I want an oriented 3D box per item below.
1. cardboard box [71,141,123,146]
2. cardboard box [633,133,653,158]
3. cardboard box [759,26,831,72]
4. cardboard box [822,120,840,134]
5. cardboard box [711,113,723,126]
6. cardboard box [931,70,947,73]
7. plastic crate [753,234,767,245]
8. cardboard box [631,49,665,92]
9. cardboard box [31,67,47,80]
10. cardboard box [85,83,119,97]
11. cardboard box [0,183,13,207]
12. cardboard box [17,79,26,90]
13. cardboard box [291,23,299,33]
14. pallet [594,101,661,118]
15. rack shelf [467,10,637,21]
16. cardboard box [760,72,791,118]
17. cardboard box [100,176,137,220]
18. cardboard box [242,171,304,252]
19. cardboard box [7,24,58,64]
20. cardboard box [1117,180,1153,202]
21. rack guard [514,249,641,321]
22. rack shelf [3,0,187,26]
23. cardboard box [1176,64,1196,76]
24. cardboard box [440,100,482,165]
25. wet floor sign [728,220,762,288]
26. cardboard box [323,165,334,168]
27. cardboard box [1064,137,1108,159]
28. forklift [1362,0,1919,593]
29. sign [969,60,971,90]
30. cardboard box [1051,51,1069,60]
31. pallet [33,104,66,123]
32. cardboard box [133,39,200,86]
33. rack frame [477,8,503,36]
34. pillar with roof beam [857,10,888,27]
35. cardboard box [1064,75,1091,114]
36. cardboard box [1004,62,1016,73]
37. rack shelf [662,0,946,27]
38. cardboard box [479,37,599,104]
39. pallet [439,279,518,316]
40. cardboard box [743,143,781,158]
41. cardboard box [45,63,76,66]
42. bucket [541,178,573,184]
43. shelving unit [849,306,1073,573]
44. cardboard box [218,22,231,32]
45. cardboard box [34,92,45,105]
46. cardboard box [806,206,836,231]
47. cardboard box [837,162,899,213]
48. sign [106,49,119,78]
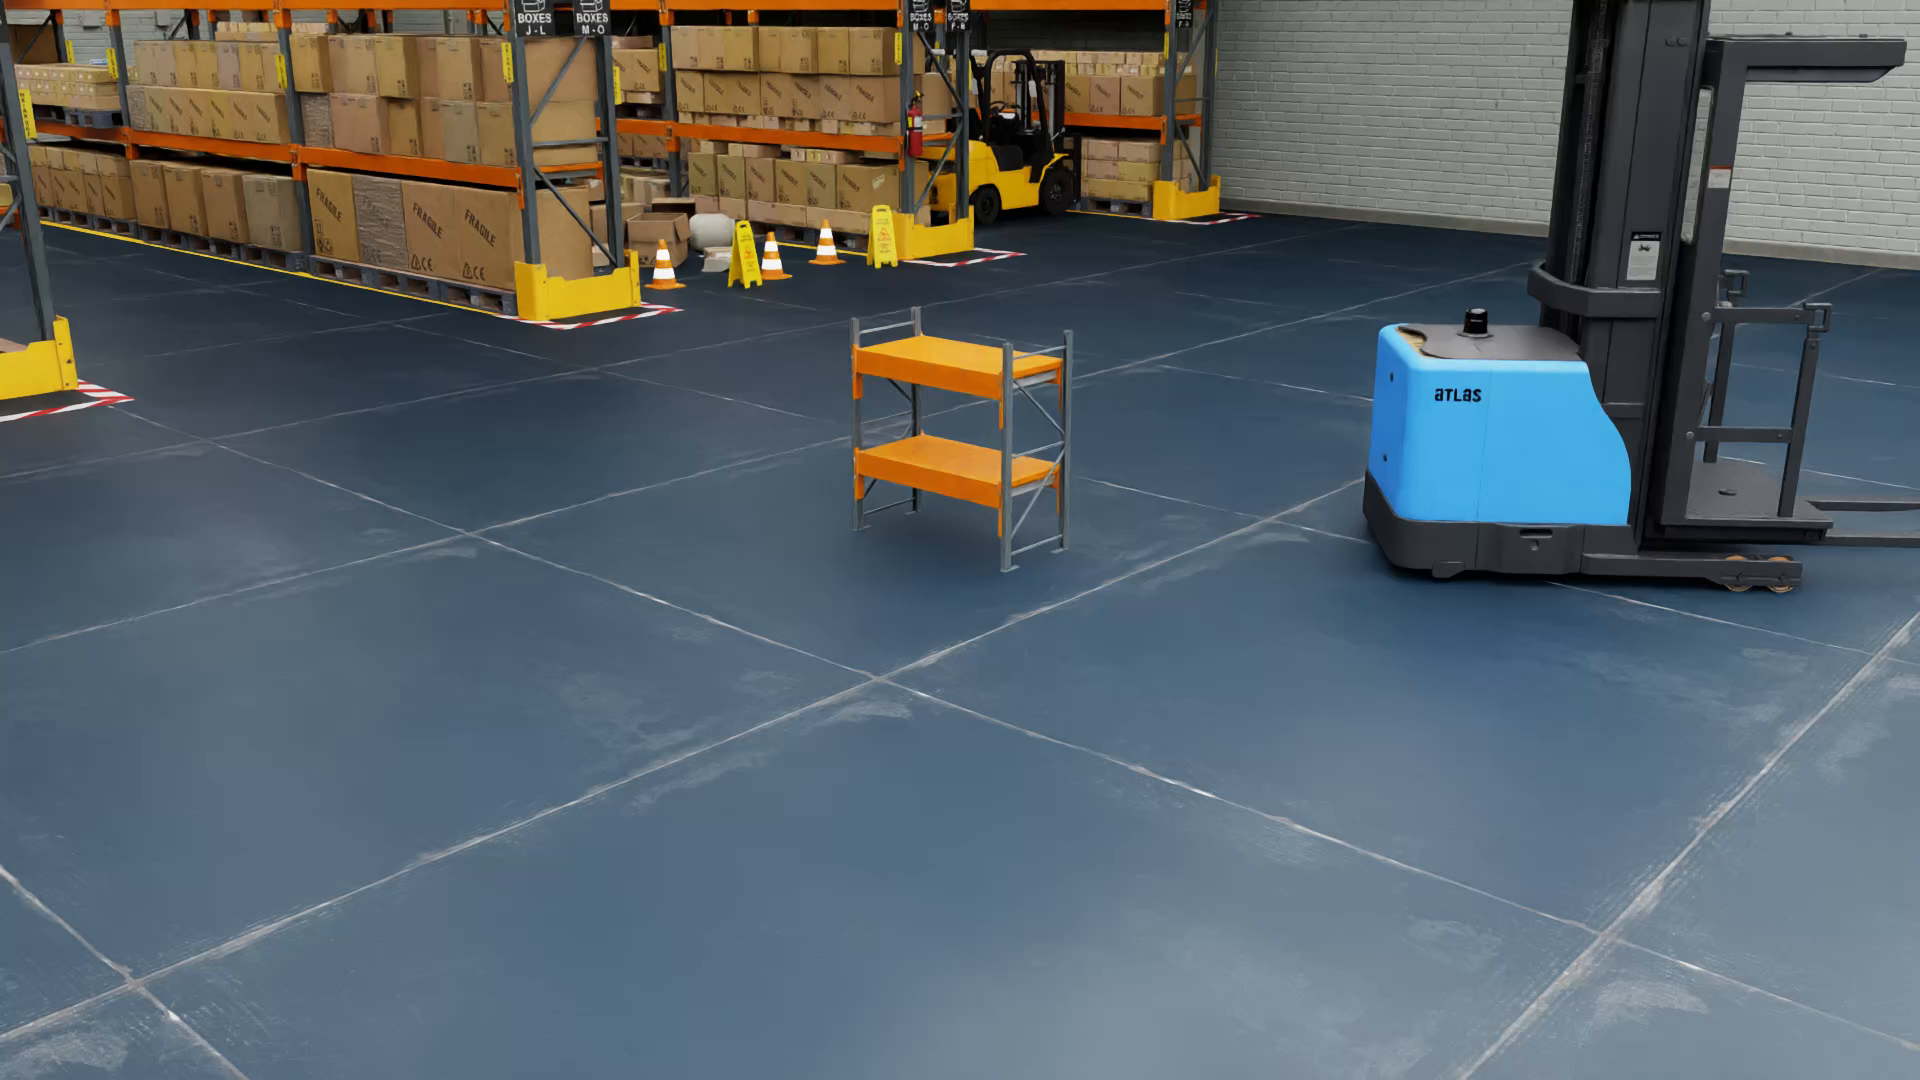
[{"bbox_3d":[-11.358,-5.104,21.933,0.500,0.250,0.500,16,24,42],"label":"cardboard box"},{"bbox_3d":[-5.339,-6.956,29.009,0.500,0.500,0.500,15,23,39],"label":"cardboard box"},{"bbox_3d":[-1.904,-5.700,19.303,0.500,0.500,0.700,15,23,39],"label":"cardboard box"},{"bbox_3d":[-1.348,-4.701,18.880,0.250,0.149,0.380,16,23,40],"label":"cardboard box"},{"bbox_3d":[-2.800,-5.129,20.229,0.250,0.149,0.380,15,23,39],"label":"cardboard box"},{"bbox_3d":[-0.510,-6.801,24.505,0.500,0.250,0.500,14,23,38],"label":"cardboard box"},{"bbox_3d":[-2.635,-3.578,19.752,0.583,0.080,0.402,7,19,21],"label":"plastic crate"},{"bbox_3d":[-3.763,-5.900,20.893,0.500,0.500,0.500,15,23,38],"label":"cardboard box"},{"bbox_3d":[-11.297,-5.804,20.679,0.250,0.149,0.380,16,24,41],"label":"cardboard box"},{"bbox_3d":[-10.139,-5.351,19.744,0.250,0.149,0.380,16,23,40],"label":"cardboard box"},{"bbox_3d":[-6.906,-2.416,11.681,0.250,0.149,0.380,15,23,39],"label":"cardboard box"},{"bbox_3d":[-11.683,-5.766,21.051,0.250,0.149,0.380,16,24,41],"label":"cardboard box"},{"bbox_3d":[-10.408,-8.118,26.342,0.250,0.149,0.380,15,23,39],"label":"cardboard box"},{"bbox_3d":[-4.749,-5.793,22.225,1.213,0.211,1.003,15,23,39],"label":"pallet"},{"bbox_3d":[-7.452,-9.688,30.411,4.000,0.370,1.077,15,23,39],"label":"rack shelf"},{"bbox_3d":[-1.972,-5.212,19.418,0.500,0.500,0.500,15,23,40],"label":"cardboard box"},{"bbox_3d":[-10.133,-4.215,20.371,0.500,0.500,0.500,15,23,39],"label":"cardboard box"},{"bbox_3d":[-6.999,-3.562,17.901,0.750,0.750,1.050,15,23,39],"label":"cardboard box"},{"bbox_3d":[-12.634,-6.748,22.605,0.500,0.500,0.500,16,23,41],"label":"cardboard box"},{"bbox_3d":[2.458,-4.703,22.323,0.500,0.250,0.500,15,23,40],"label":"cardboard box"},{"bbox_3d":[-3.465,-2.330,15.128,0.348,0.500,1.175,15,23,39],"label":"rack guard"},{"bbox_3d":[-10.963,-6.621,20.747,4.000,0.370,1.077,15,23,39],"label":"rack shelf"},{"bbox_3d":[2.937,-6.274,22.185,0.250,0.149,0.380,14,23,38],"label":"cardboard box"},{"bbox_3d":[-4.217,-3.768,15.277,0.550,0.550,0.875,15,23,39],"label":"cardboard box"},{"bbox_3d":[-2.147,-2.847,16.514,0.232,0.644,0.267,11,20,30],"label":"wet floor sign"},{"bbox_3d":[-9.647,-6.205,26.748,0.875,0.438,0.875,15,23,38],"label":"cardboard box"},{"bbox_3d":[1.697,-5.379,22.800,0.500,0.250,0.500,15,23,40],"label":"cardboard box"},{"bbox_3d":[3.621,-1.316,7.914,3.031,2.935,1.130,1,18,4],"label":"forklift"},{"bbox_3d":[0.087,-5.202,18.614,0.005,0.325,0.100,15,23,39],"label":"sign"},{"bbox_3d":[1.460,-6.620,22.783,0.250,0.149,0.380,15,23,40],"label":"cardboard box"},{"bbox_3d":[-10.975,-5.430,21.079,1.213,0.211,1.003,15,23,39],"label":"pallet"},{"bbox_3d":[-9.138,-5.565,19.369,0.500,0.500,0.700,15,23,39],"label":"cardboard box"},{"bbox_3d":[-6.257,-6.273,23.419,0.127,3.000,1.000,15,23,39],"label":"rack frame"},{"bbox_3d":[-4.249,-9.224,22.801,0.400,9.000,9.100,15,23,39],"label":"pillar with roof beam"},{"bbox_3d":[1.711,-6.087,22.667,0.500,0.500,0.500,14,23,38],"label":"cardboard box"},{"bbox_3d":[0.829,-6.610,23.243,0.250,0.149,0.380,15,23,39],"label":"cardboard box"},{"bbox_3d":[-1.769,-6.155,19.278,4.000,0.370,1.077,15,23,39],"label":"rack shelf"},{"bbox_3d":[-3.735,-4.196,14.841,0.550,0.550,0.875,15,23,39],"label":"cardboard box"},{"bbox_3d":[-4.133,-2.340,15.637,1.213,0.211,1.003,15,23,39],"label":"pallet"},{"bbox_3d":[-2.360,-4.652,19.850,0.250,0.149,0.380,17,24,42],"label":"cardboard box"},{"bbox_3d":[-11.827,-6.210,21.957,0.250,0.149,0.380,14,22,38],"label":"cardboard box"},{"bbox_3d":[-4.843,-3.988,19.118,0.726,0.611,0.620,-9,10,-27],"label":"bucket"},{"bbox_3d":[-0.005,-0.538,8.446,1.048,1.125,0.538,15,23,39],"label":"shelving unit"},{"bbox_3d":[-12.158,-8.579,27.794,0.250,0.149,0.380,16,23,40],"label":"cardboard box"},{"bbox_3d":[-11.303,-5.521,20.770,0.250,0.149,0.380,14,22,37],"label":"cardboard box"},{"bbox_3d":[-1.439,-3.764,19.363,0.500,0.250,0.500,15,23,39],"label":"cardboard box"},{"bbox_3d":[-1.045,-4.016,18.918,0.500,0.500,0.500,15,23,40],"label":"cardboard box"},{"bbox_3d":[-9.820,-5.522,19.270,0.005,0.325,0.100,15,23,39],"label":"sign"}]
